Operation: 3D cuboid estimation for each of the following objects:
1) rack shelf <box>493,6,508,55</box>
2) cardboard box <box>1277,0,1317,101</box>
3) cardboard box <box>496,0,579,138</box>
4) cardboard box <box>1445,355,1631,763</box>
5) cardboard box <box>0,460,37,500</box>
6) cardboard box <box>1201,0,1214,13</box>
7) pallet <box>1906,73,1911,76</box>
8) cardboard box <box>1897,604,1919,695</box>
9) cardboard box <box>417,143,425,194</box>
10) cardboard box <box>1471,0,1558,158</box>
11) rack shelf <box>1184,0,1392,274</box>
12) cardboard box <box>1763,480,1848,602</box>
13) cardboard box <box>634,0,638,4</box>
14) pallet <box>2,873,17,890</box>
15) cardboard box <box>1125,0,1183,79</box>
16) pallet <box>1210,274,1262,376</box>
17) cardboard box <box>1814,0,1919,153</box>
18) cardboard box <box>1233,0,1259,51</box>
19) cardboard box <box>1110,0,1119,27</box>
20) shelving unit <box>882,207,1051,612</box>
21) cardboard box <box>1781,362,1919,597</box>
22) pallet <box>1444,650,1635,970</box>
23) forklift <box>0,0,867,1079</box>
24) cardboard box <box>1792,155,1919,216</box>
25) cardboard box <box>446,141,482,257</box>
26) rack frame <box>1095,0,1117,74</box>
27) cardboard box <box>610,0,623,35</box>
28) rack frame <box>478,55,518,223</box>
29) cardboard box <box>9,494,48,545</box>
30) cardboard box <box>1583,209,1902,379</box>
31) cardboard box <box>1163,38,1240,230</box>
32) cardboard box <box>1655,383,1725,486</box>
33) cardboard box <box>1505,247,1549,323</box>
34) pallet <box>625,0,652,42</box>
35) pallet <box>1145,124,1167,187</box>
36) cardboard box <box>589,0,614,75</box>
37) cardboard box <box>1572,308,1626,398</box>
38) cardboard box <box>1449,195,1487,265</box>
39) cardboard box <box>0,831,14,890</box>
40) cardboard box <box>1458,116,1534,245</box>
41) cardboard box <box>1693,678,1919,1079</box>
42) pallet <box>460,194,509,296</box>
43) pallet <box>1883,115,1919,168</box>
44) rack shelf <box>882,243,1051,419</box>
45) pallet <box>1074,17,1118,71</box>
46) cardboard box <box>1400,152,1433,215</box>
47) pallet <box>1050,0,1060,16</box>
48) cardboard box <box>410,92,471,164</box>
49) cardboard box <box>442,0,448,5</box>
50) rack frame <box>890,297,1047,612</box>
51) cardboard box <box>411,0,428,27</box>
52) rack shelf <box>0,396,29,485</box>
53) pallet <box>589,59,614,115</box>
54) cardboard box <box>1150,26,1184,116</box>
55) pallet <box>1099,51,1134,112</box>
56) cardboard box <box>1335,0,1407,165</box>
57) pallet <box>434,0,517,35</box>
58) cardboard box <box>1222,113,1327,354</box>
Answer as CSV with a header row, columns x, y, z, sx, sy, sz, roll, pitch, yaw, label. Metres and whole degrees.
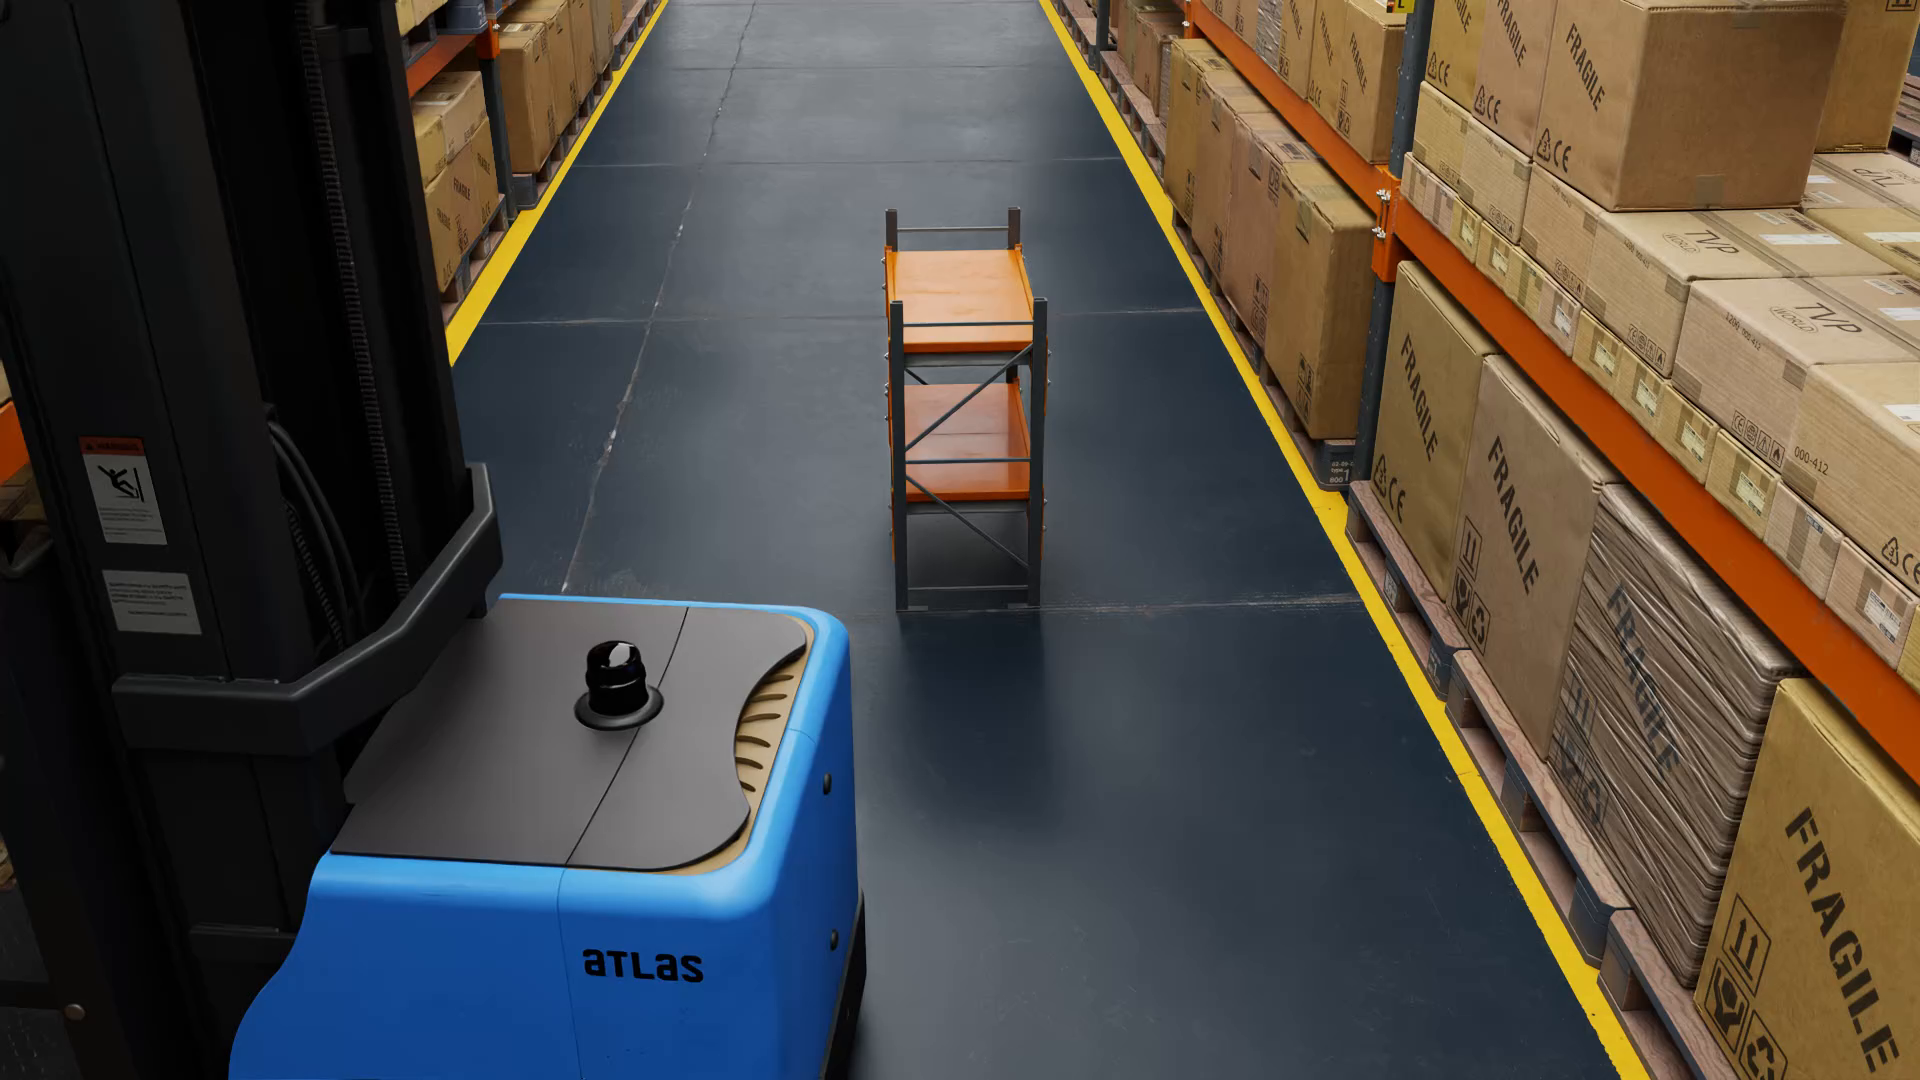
x,y,z,sx,sy,sz,roll,pitch,yaw,label
-3.250,-3.834,11.135,1.077,0.370,4.000,-1,28,-3,rack shelf
1.671,-2.178,7.075,0.500,0.500,0.500,-2,28,-3,cardboard box
-3.137,-3.105,10.938,1.050,0.750,0.750,-1,28,-2,cardboard box
2.023,0.023,4.805,0.875,0.875,0.875,-1,28,-3,cardboard box
-3.108,-0.159,5.297,0.380,0.149,0.250,-2,28,-3,cardboard box
1.567,-3.115,8.871,0.500,0.500,0.500,-1,28,-1,cardboard box
6.630,-3.671,13.060,1.003,0.211,1.213,-1,28,-3,pallet
1.868,0.227,2.842,0.380,0.149,0.250,-1,28,-2,cardboard box
-2.764,-1.621,7.553,0.500,0.250,0.500,0,28,-1,cardboard box
1.809,-1.398,4.716,0.500,0.500,0.500,-1,28,-3,cardboard box
1.917,-2.059,7.733,1.077,0.370,4.000,-1,28,-3,rack shelf
1.844,-0.005,3.287,0.380,0.149,0.250,-1,28,-2,cardboard box
-3.414,-5.450,15.299,0.875,0.875,0.875,-2,28,-3,cardboard box
-2.800,0.729,4.625,1.003,0.211,1.213,-1,28,-3,pallet
1.621,-3.731,12.388,0.700,0.500,0.500,-2,28,-3,cardboard box
1.839,-1.138,8.203,1.003,0.211,1.213,-1,28,-3,pallet
2.335,-1.415,4.750,0.500,0.500,0.500,-1,28,-2,cardboard box
1.626,-2.641,7.961,0.500,0.500,0.500,-2,28,-4,cardboard box
1.586,-4.677,14.223,0.500,0.500,0.500,7,28,14,cardboard box
0.000,-0.496,5.984,0.538,1.125,1.048,-1,28,-3,shelving unit
1.914,-0.125,3.086,0.500,0.250,0.500,-2,28,-4,cardboard box
2.050,0.699,4.681,1.003,0.211,1.213,-1,28,-3,pallet
-1.776,-0.042,3.161,3.031,2.935,1.130,2,28,5,forklift
2.363,-0.848,4.473,0.500,0.250,0.500,-1,28,-2,cardboard box
-2.827,-1.769,8.648,0.500,0.500,0.500,0,28,-1,cardboard box
1.604,-5.149,12.879,1.000,3.000,0.127,-1,28,-3,rack frame
-3.317,-4.612,13.693,0.875,0.875,0.875,-1,28,-2,cardboard box
-3.146,-3.229,9.197,1.000,3.000,0.127,-1,28,-3,rack frame
-2.649,-0.056,5.099,0.380,0.149,0.250,-1,28,-1,cardboard box
1.856,-0.600,3.997,0.500,0.250,0.500,-1,28,-3,cardboard box
1.828,-2.227,9.120,1.225,0.875,0.875,-3,28,-5,cardboard box
1.814,-0.244,3.746,0.380,0.149,0.250,-1,28,-2,cardboard box
1.762,-0.716,4.651,0.380,0.149,0.250,-2,28,-3,cardboard box
-3.383,-4.758,15.144,1.003,0.211,1.213,-1,28,-3,pallet
1.774,-2.427,10.674,1.003,0.211,1.213,-1,28,-3,pallet
-3.232,-3.980,12.617,1.050,0.750,0.750,-2,28,-3,cardboard box
1.788,-0.479,4.196,0.380,0.149,0.250,-2,28,-4,cardboard box
1.733,-0.956,5.111,0.380,0.149,0.250,-1,28,-1,cardboard box
-2.563,0.824,4.055,0.380,0.149,0.250,-1,28,-3,cardboard box
1.806,-1.067,4.893,0.500,0.250,0.500,-2,28,-3,cardboard box
2.117,0.855,3.211,0.875,0.875,0.875,-1,28,-3,cardboard box
-3.106,-1.632,9.150,1.003,0.211,1.213,-1,28,-3,pallet
6.757,-2.544,10.899,1.003,0.211,1.213,-1,28,-3,pallet
0.000,-0.755,5.849,0.538,0.278,1.000,-1,28,-3,rack shelf
1.534,-4.222,14.117,1.003,0.211,1.213,-1,28,-3,pallet
1.705,-1.199,5.577,0.380,0.149,0.250,-1,28,-3,cardboard box
1.406,-5.349,16.278,1.003,0.211,1.213,-1,28,-3,pallet
-2.811,-2.097,8.465,0.500,0.250,0.500,-1,28,-2,cardboard box
-2.611,-2.614,7.836,0.380,0.149,0.250,-3,28,-5,cardboard box
0.027,-0.261,5.534,0.500,1.125,0.032,-1,28,-3,rack frame
-2.582,-2.369,7.366,0.380,0.149,0.250,-3,28,-5,cardboard box
-2.832,-0.139,4.051,1.077,0.370,4.000,-1,28,-3,rack shelf
-3.239,-3.485,12.704,1.003,0.211,1.213,-1,28,-3,pallet
1.680,-3.215,11.398,0.700,0.500,0.500,1,28,2,cardboard box
1.646,-3.553,12.835,1.003,0.211,1.213,-1,28,-3,pallet
1.725,-1.709,6.174,0.500,0.500,0.500,-1,28,-2,cardboard box
-3.002,-2.817,8.616,1.213,0.211,1.003,-1,28,-3,pallet
1.921,-1.407,7.547,1.225,0.875,0.875,-2,28,-4,cardboard box
